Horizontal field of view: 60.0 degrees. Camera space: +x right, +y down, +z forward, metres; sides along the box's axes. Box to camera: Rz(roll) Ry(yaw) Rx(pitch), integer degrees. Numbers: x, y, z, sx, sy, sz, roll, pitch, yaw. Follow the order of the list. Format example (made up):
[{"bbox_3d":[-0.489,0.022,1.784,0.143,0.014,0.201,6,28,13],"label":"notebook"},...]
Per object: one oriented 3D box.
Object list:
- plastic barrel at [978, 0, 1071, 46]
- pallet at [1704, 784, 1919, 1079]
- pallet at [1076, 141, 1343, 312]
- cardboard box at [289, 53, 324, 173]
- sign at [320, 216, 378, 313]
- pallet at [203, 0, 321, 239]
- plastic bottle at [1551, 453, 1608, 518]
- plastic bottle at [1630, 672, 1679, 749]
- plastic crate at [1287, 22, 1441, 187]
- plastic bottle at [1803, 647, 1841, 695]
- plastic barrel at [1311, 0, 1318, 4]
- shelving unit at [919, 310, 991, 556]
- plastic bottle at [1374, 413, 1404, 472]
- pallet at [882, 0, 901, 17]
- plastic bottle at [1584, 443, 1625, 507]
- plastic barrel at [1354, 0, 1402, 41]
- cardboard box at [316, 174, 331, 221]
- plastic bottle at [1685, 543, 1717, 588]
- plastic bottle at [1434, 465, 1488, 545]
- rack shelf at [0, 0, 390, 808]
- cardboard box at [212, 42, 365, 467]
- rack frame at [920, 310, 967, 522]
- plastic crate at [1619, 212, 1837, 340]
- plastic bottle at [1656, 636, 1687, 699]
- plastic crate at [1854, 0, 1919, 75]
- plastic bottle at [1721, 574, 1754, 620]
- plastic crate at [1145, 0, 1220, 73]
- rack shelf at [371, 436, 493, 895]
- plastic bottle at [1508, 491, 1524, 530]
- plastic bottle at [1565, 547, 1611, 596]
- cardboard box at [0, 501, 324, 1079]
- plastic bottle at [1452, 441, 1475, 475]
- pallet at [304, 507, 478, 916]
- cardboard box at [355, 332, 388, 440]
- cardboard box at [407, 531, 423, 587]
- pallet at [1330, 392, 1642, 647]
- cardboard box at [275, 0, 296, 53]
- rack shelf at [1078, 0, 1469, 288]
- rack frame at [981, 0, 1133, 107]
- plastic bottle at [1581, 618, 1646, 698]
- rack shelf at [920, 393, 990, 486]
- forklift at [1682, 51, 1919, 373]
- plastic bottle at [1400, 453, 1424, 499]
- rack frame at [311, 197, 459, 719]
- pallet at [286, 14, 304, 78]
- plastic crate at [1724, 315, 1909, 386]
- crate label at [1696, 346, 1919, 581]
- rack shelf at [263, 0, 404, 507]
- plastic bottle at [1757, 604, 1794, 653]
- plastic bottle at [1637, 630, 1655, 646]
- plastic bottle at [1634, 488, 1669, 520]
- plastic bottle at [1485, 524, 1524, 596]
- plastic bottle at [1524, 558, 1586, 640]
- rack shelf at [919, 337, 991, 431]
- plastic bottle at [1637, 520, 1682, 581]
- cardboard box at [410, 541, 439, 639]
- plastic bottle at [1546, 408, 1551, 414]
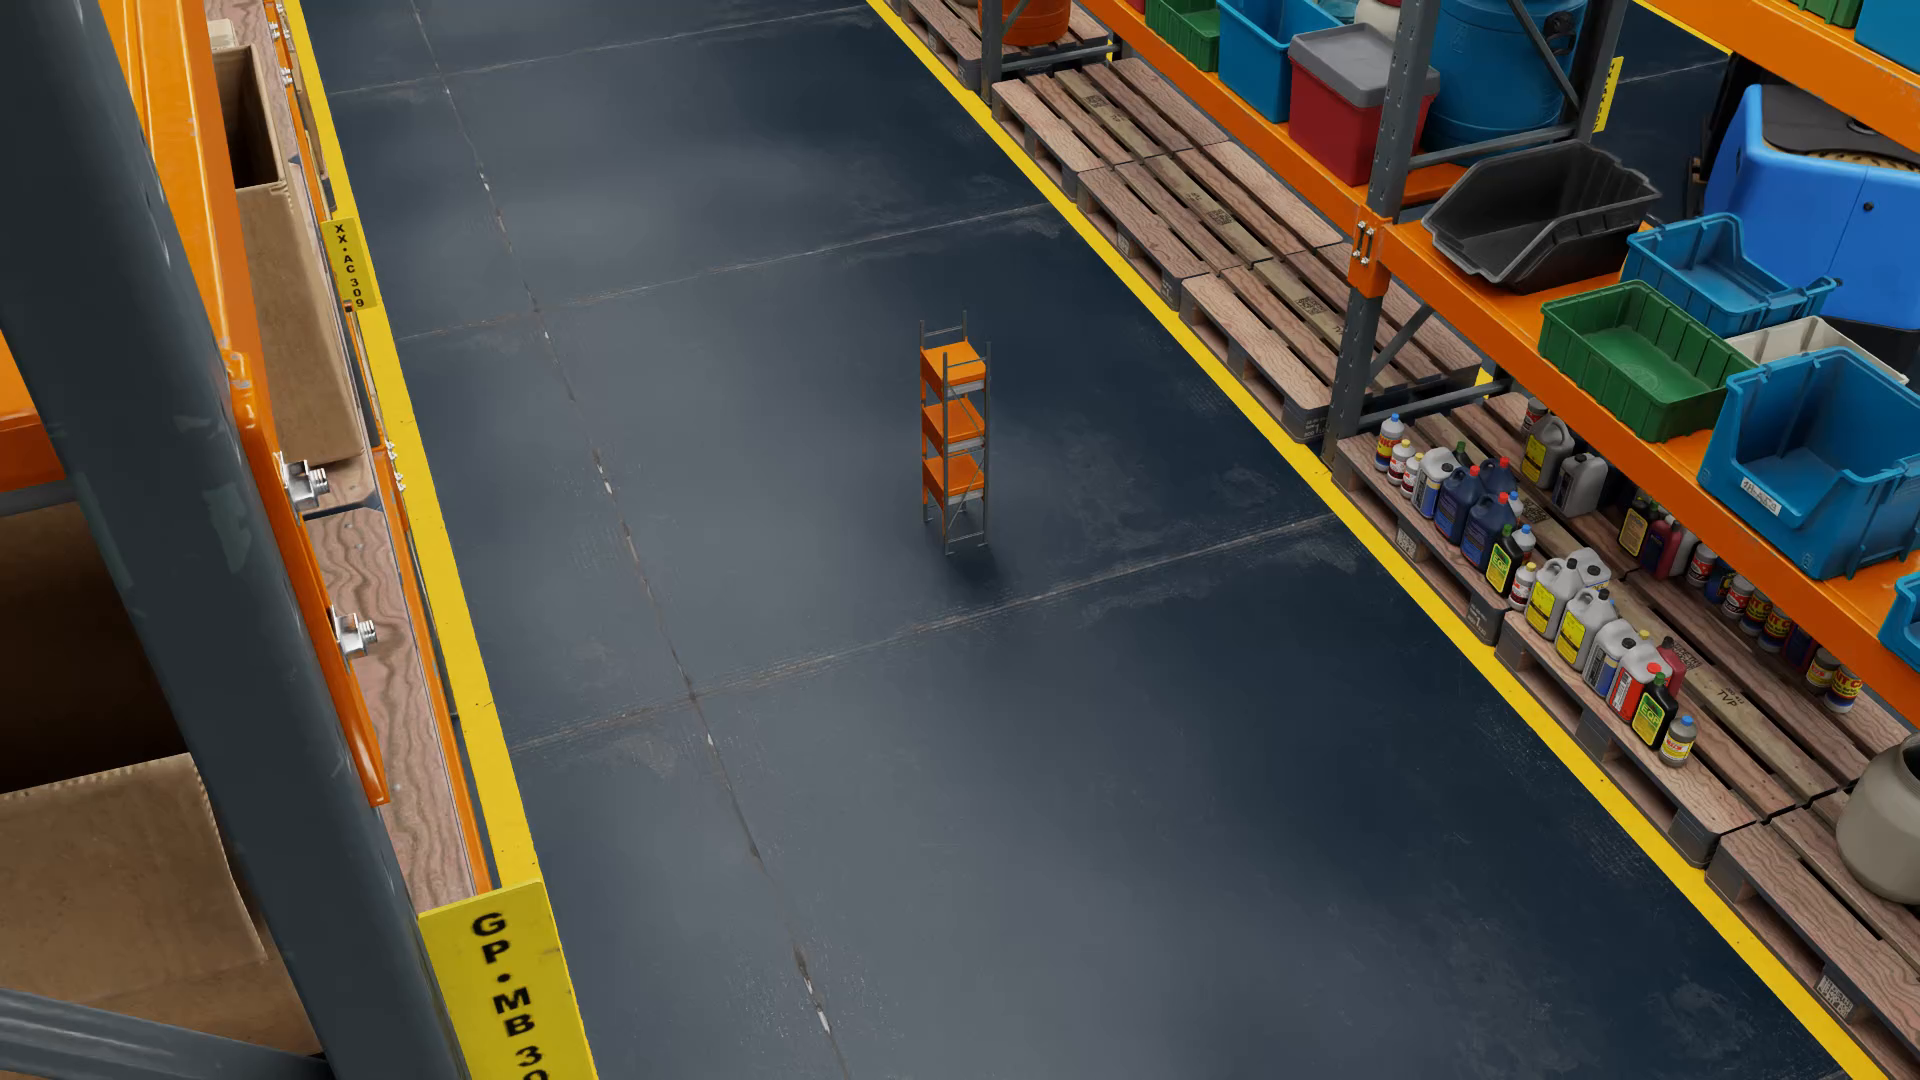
[{"bbox_3d":[0.413,-3.636,10.520,0.600,0.830,0.708,-15,43,-17],"label":"plastic barrel"},{"bbox_3d":[3.298,1.343,5.527,1.003,0.211,1.213,-15,43,-17],"label":"pallet"},{"bbox_3d":[1.339,-1.741,9.113,1.003,0.211,1.213,-15,43,-17],"label":"pallet"},{"bbox_3d":[-3.872,-2.340,9.250,0.500,0.500,0.500,-13,42,-15],"label":"cardboard box"},{"bbox_3d":[-1.919,-0.863,5.229,0.100,0.325,0.005,-15,43,-17],"label":"sign"},{"bbox_3d":[-2.081,-0.962,3.836,1.003,0.211,1.213,-15,43,-17],"label":"pallet"},{"bbox_3d":[2.605,-0.250,6.991,0.152,0.276,0.135,-15,43,-17],"label":"plastic bottle"},{"bbox_3d":[2.508,0.611,5.985,0.061,0.283,0.133,-14,43,-16],"label":"plastic bottle"},{"bbox_3d":[1.678,-1.839,7.039,0.402,0.464,0.583,-15,43,-17],"label":"plastic crate"},{"bbox_3d":[3.231,0.472,6.209,0.097,0.201,0.097,0,41,0],"label":"plastic bottle"},{"bbox_3d":[1.702,-2.724,8.013,0.433,0.535,0.433,0,41,0],"label":"plastic barrel"},{"bbox_3d":[-0.020,-0.430,6.945,0.215,1.050,0.252,-15,43,-17],"label":"shelving unit"},{"bbox_3d":[1.863,-0.430,7.205,0.097,0.271,0.097,0,41,0],"label":"plastic bottle"},{"bbox_3d":[-0.187,-4.150,11.914,1.003,0.211,1.213,-15,43,-17],"label":"pallet"},{"bbox_3d":[2.733,-0.330,7.027,0.144,0.351,0.185,-17,44,-19],"label":"plastic bottle"},{"bbox_3d":[1.983,-2.282,7.499,0.433,0.535,0.433,0,41,0],"label":"plastic barrel"},{"bbox_3d":[-3.329,-1.539,8.096,0.500,0.311,0.500,-16,43,-18],"label":"cardboard box"},{"bbox_3d":[2.985,0.084,6.660,0.097,0.201,0.097,0,41,0],"label":"plastic bottle"},{"bbox_3d":[2.072,-0.172,6.844,0.144,0.351,0.185,-14,43,-16],"label":"plastic bottle"},{"bbox_3d":[-1.666,-1.011,2.383,1.077,0.370,4.000,-15,43,-17],"label":"rack shelf"},{"bbox_3d":[-1.284,-0.412,2.622,0.500,0.500,0.500,-15,43,-17],"label":"cardboard box"},{"bbox_3d":[-0.067,-0.504,7.031,0.200,1.050,0.008,-15,43,-17],"label":"rack frame"},{"bbox_3d":[2.821,-0.944,6.161,0.499,0.251,0.616,-15,43,-17],"label":"plastic crate"},{"bbox_3d":[2.596,0.491,6.125,0.061,0.283,0.133,-15,43,-17],"label":"plastic bottle"},{"bbox_3d":[2.669,-1.395,4.283,0.392,0.384,0.575,-15,43,-17],"label":"plastic crate"},{"bbox_3d":[3.064,0.208,6.516,0.097,0.201,0.097,0,41,0],"label":"plastic bottle"},{"bbox_3d":[1.219,-2.498,8.016,0.450,0.188,0.662,-15,43,-17],"label":"plastic crate"},{"bbox_3d":[-1.666,1.112,4.208,1.077,0.370,4.000,-15,43,-17],"label":"rack shelf"},{"bbox_3d":[2.239,-0.085,6.803,0.097,0.271,0.097,0,41,0],"label":"plastic bottle"},{"bbox_3d":[2.434,0.174,6.499,0.152,0.276,0.135,-15,43,-17],"label":"plastic bottle"},{"bbox_3d":[-1.117,0.308,1.782,0.797,0.503,0.637,-12,42,-14],"label":"cardboard box"},{"bbox_3d":[2.110,-0.274,7.014,0.061,0.283,0.133,-15,43,-17],"label":"plastic bottle"},{"bbox_3d":[-1.148,0.508,2.126,1.003,0.211,1.213,-15,43,-17],"label":"pallet"},{"bbox_3d":[-2.745,-0.621,7.028,0.500,0.311,0.500,-16,43,-18],"label":"cardboard box"},{"bbox_3d":[-2.359,-0.006,6.313,0.500,0.311,0.500,-15,43,-17],"label":"cardboard box"},{"bbox_3d":[2.365,-0.127,7.236,1.003,0.211,1.213,-15,43,-17],"label":"pallet"},{"bbox_3d":[-4.265,-2.957,9.968,0.500,0.500,0.500,-16,43,-17],"label":"cardboard box"},{"bbox_3d":[1.381,-2.531,8.445,1.077,0.370,4.000,-15,43,-17],"label":"rack shelf"},{"bbox_3d":[0.616,-4.009,9.611,1.000,3.000,0.127,-15,43,-17],"label":"rack frame"},{"bbox_3d":[2.445,0.437,6.193,0.152,0.276,0.135,-16,43,-18],"label":"plastic bottle"},{"bbox_3d":[-0.020,-0.422,6.952,0.215,0.259,0.240,-15,43,-17],"label":"rack shelf"},{"bbox_3d":[4.627,-2.894,8.368,1.130,2.935,3.031,13,42,15],"label":"forklift"},{"bbox_3d":[1.941,-0.281,7.085,0.097,0.201,0.097,0,41,0],"label":"plastic bottle"},{"bbox_3d":[-2.431,-0.366,5.375,1.000,3.000,0.127,-15,43,-17],"label":"rack frame"},{"bbox_3d":[-4.676,-2.911,10.473,1.003,0.211,1.213,-15,43,-17],"label":"pallet"},{"bbox_3d":[3.002,-0.584,5.831,0.530,0.136,0.437,-15,43,-17],"label":"plastic crate"},{"bbox_3d":[2.723,-0.244,5.206,0.502,0.435,0.616,-15,43,-17],"label":"crate label"},{"bbox_3d":[-3.197,-1.298,7.010,1.077,0.370,4.000,-15,43,-17],"label":"rack shelf"},{"bbox_3d":[3.140,0.302,6.354,0.097,0.271,0.097,0,41,0],"label":"plastic bottle"},{"bbox_3d":[2.553,0.423,6.266,0.097,0.201,0.097,0,41,0],"label":"plastic bottle"},{"bbox_3d":[2.856,-0.136,6.801,0.144,0.351,0.185,-15,43,-17],"label":"plastic bottle"},{"bbox_3d":[2.169,0.077,6.606,0.061,0.283,0.133,-13,42,-15],"label":"plastic bottle"},{"bbox_3d":[2.307,0.198,6.414,0.144,0.351,0.185,-15,43,-17],"label":"plastic bottle"},{"bbox_3d":[-0.020,-0.637,6.767,0.215,0.259,0.240,-15,43,-17],"label":"rack shelf"},{"bbox_3d":[2.816,0.016,6.677,0.061,0.283,0.133,-15,43,-17],"label":"plastic bottle"},{"bbox_3d":[-2.357,0.213,6.489,0.500,0.250,0.500,-16,43,-18],"label":"cardboard box"},{"bbox_3d":[2.635,-0.529,7.310,0.061,0.283,0.133,-13,42,-15],"label":"plastic bottle"}]
